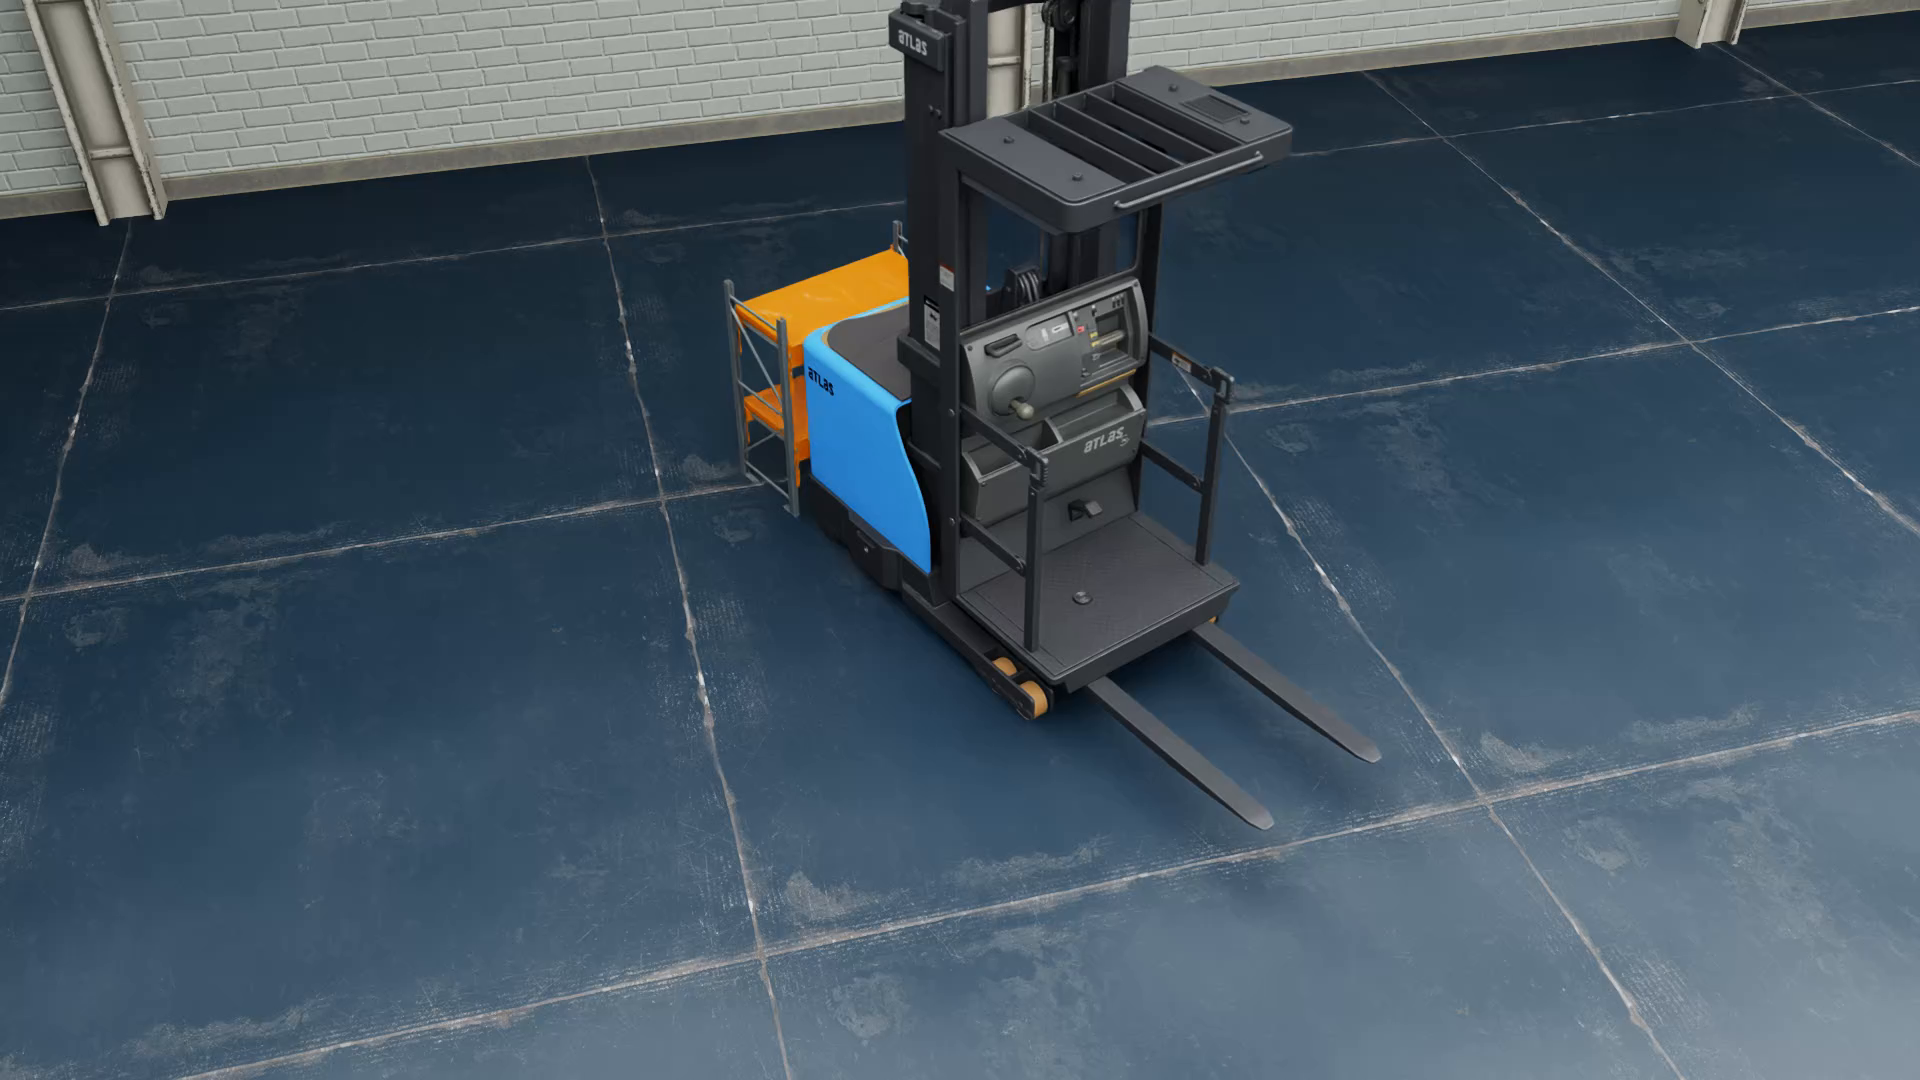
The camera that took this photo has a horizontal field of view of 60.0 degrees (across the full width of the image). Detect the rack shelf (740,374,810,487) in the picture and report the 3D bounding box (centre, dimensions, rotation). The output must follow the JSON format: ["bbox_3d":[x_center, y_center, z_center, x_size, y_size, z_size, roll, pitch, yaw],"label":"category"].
[{"bbox_3d":[-0.578,-0.683,8.596,1.000,0.278,0.538,-26,44,-30],"label":"rack shelf"}]

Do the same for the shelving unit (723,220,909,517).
[{"bbox_3d":[-0.577,-0.878,8.447,1.048,1.125,0.538,-26,44,-30],"label":"shelving unit"}]

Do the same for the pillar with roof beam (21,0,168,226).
[{"bbox_3d":[-4.385,-3.236,5.053,0.400,9.000,9.100,-9,38,-12],"label":"pillar with roof beam"}]

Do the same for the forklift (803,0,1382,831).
[{"bbox_3d":[0.536,-0.727,6.767,1.130,2.935,3.031,-24,44,-28],"label":"forklift"}]

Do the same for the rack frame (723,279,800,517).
[{"bbox_3d":[-0.974,-0.686,8.194,0.032,1.125,0.500,-26,44,-30],"label":"rack frame"}]

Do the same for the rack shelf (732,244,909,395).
[{"bbox_3d":[-0.576,-1.110,8.269,1.000,0.278,0.538,-26,44,-30],"label":"rack shelf"}]

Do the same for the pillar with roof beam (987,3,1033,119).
[{"bbox_3d":[1.408,-4.186,6.295,0.400,9.000,9.100,-9,38,-12],"label":"pillar with roof beam"}]

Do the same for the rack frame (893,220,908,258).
[{"bbox_3d":[-0.179,-1.069,8.700,0.032,1.125,0.500,-26,44,-30],"label":"rack frame"}]

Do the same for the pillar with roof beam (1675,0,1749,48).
[{"bbox_3d":[7.200,-5.136,7.538,0.400,9.000,9.100,-9,38,-12],"label":"pillar with roof beam"}]
